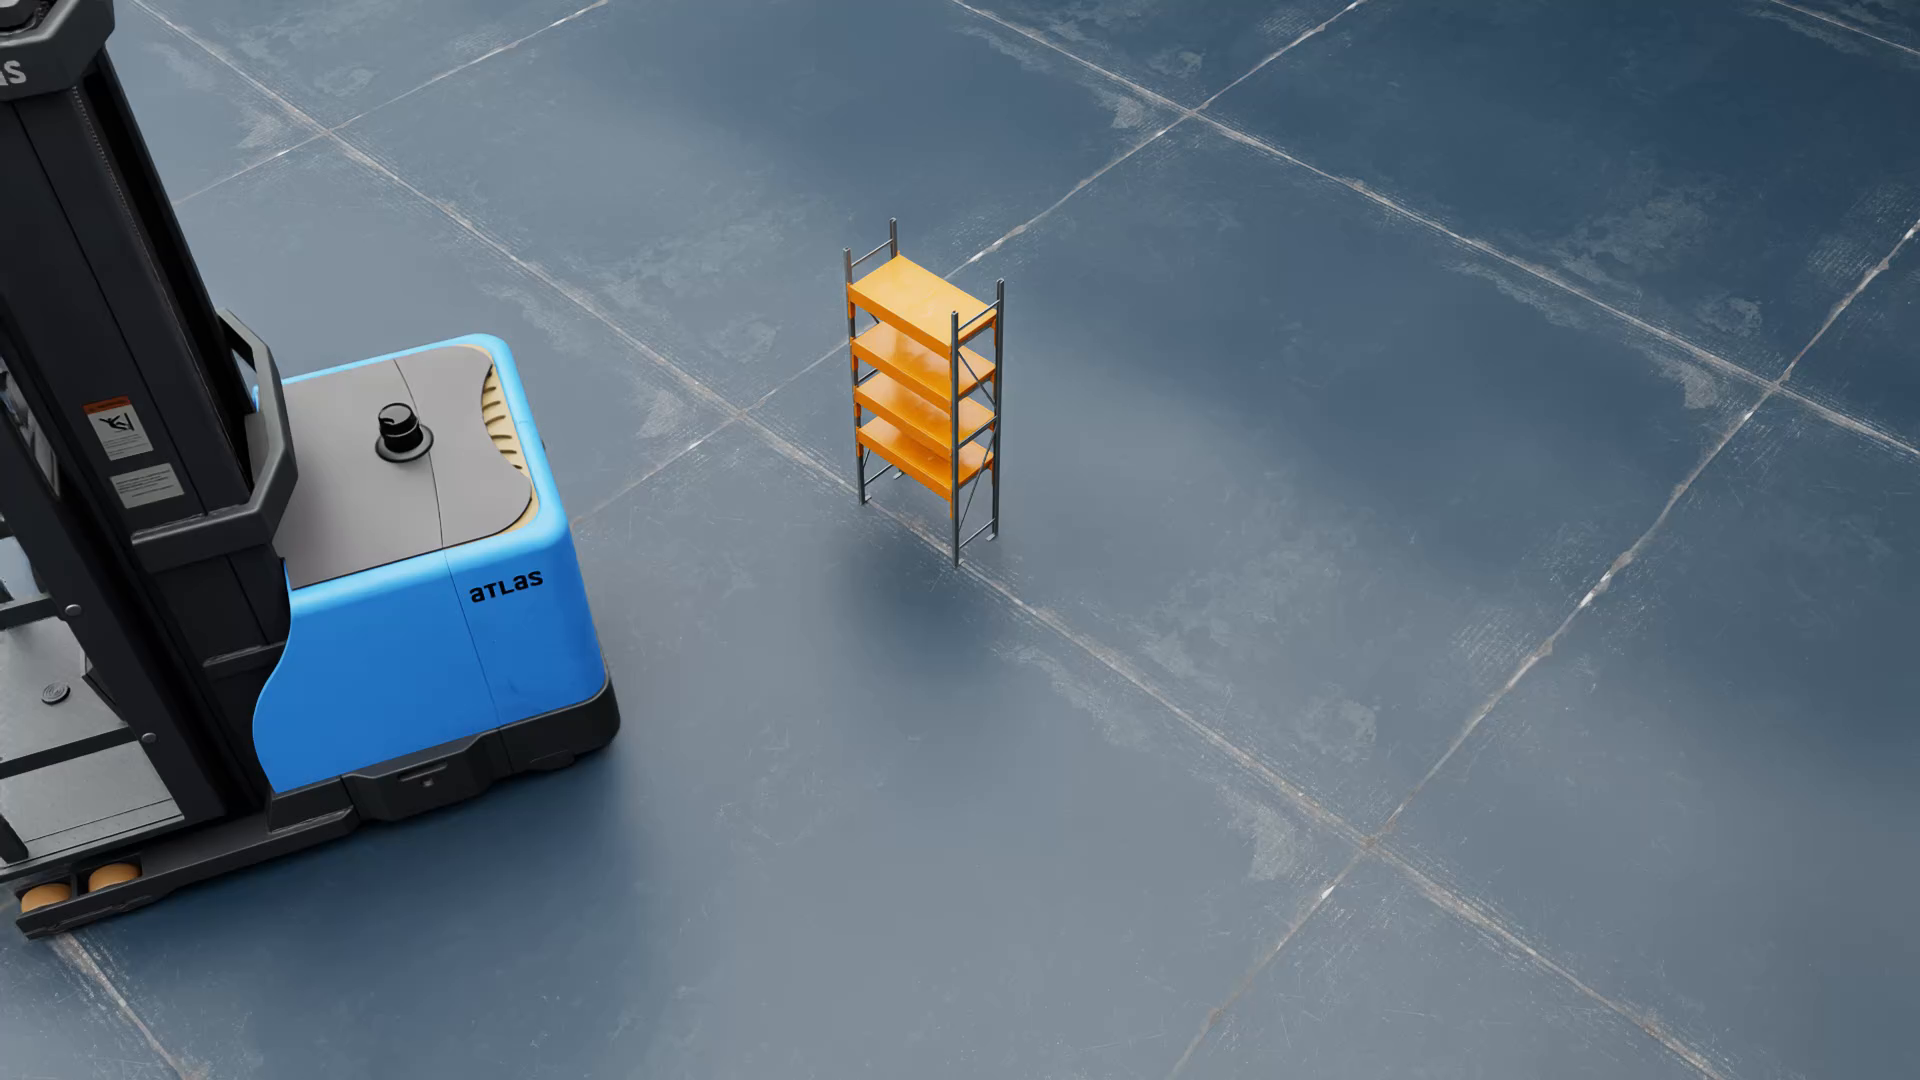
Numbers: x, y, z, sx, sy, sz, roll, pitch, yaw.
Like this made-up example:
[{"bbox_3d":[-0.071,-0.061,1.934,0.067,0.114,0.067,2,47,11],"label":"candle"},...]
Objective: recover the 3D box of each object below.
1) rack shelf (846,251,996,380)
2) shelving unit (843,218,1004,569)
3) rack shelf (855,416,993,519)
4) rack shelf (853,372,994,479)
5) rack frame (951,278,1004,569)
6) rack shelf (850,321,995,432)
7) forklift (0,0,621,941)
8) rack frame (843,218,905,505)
[{"bbox_3d":[-0.122,-0.762,5.603,0.480,0.148,0.258,34,55,28],"label":"rack shelf"},{"bbox_3d":[-0.122,-0.493,5.889,0.503,1.200,0.258,34,55,28],"label":"shelving unit"},{"bbox_3d":[-0.122,-0.311,6.083,0.480,0.148,0.258,34,55,28],"label":"rack shelf"},{"bbox_3d":[-0.122,-0.446,5.938,0.480,0.148,0.258,34,55,28],"label":"rack shelf"},{"bbox_3d":[0.058,-0.372,5.776,0.015,1.200,0.240,34,55,28],"label":"rack frame"},{"bbox_3d":[-0.122,-0.600,5.775,0.480,0.148,0.258,34,55,28],"label":"rack shelf"},{"bbox_3d":[-2.707,-0.233,4.458,3.031,2.935,1.130,-16,49,-15],"label":"forklift"},{"bbox_3d":[-0.301,-0.613,6.003,0.015,1.200,0.240,34,55,28],"label":"rack frame"}]
